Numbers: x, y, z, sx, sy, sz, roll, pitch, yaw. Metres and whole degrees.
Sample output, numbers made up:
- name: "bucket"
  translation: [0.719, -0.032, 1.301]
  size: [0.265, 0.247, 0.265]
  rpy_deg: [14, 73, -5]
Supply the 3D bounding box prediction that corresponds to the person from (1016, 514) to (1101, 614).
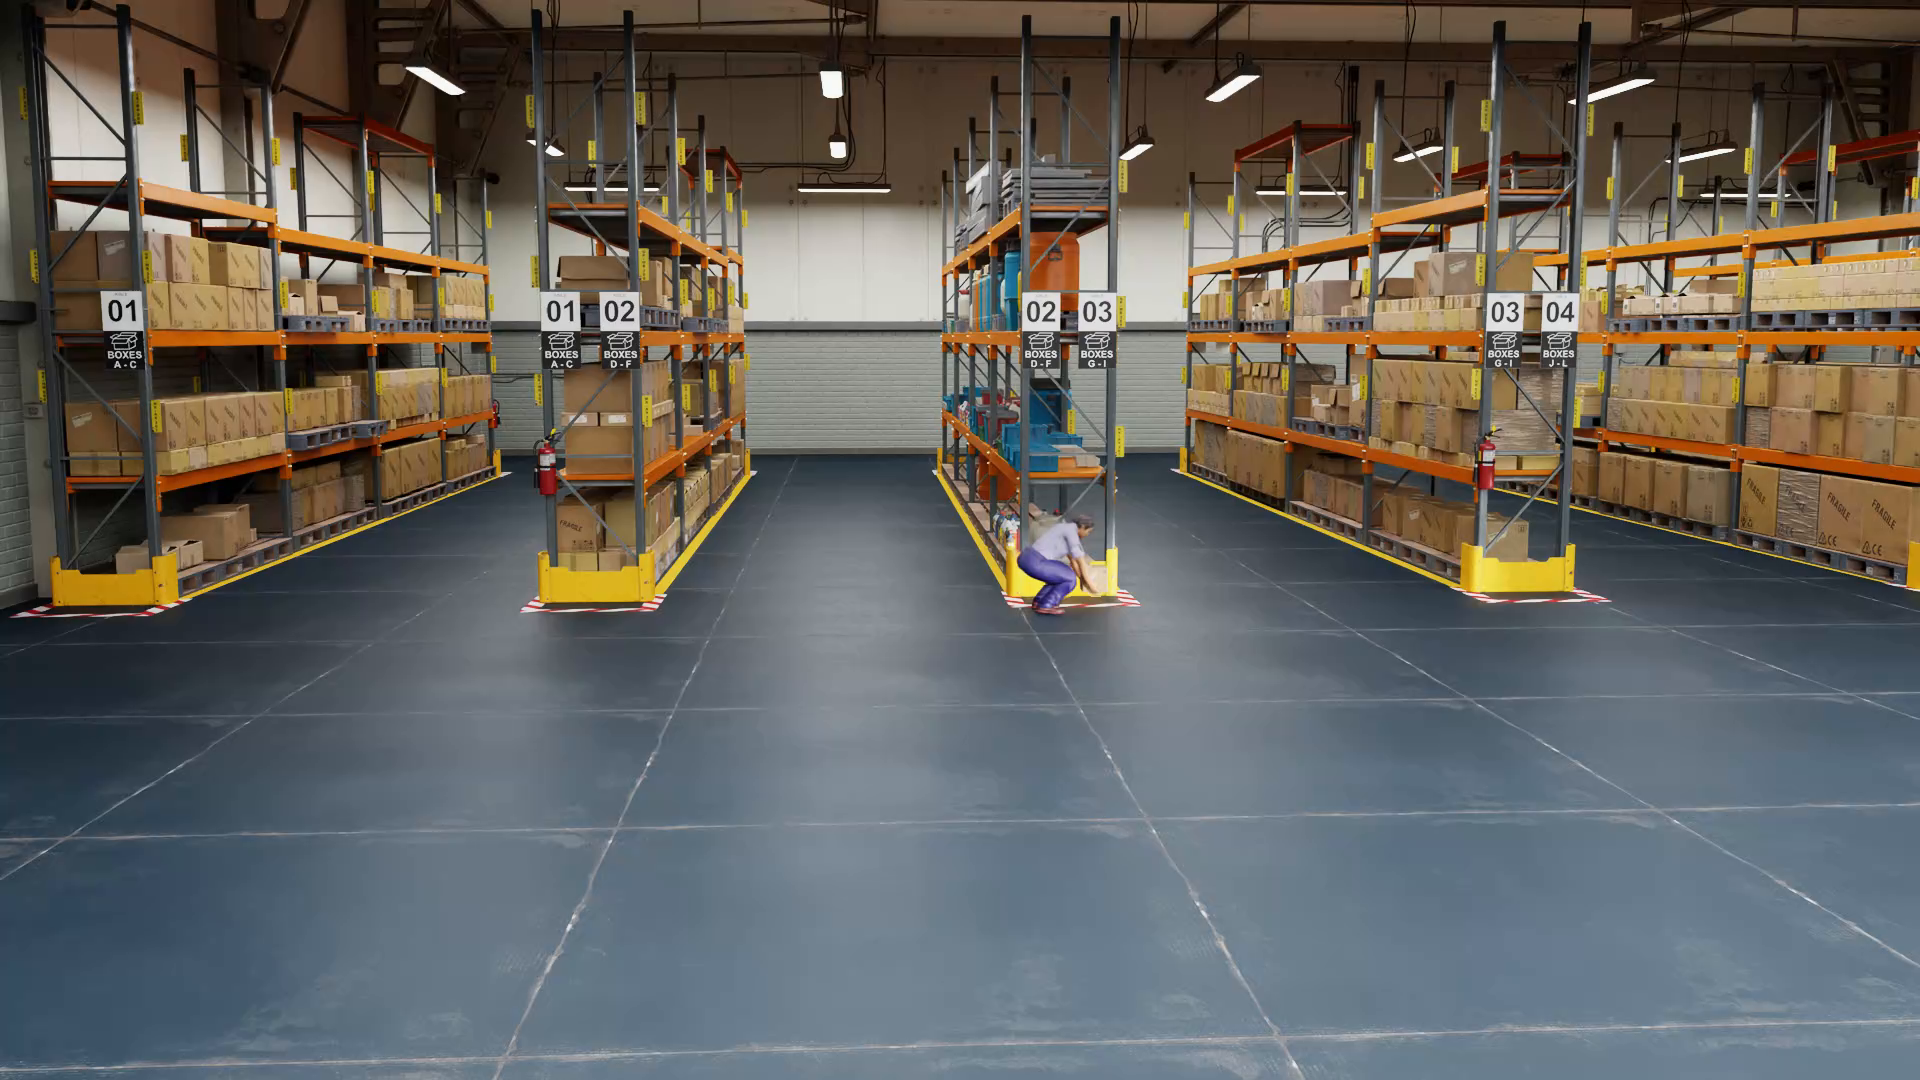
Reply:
- name: "person"
  translation: [0.979, 0.236, 16.688]
  size: [0.817, 0.975, 0.528]
  rpy_deg: [-1, 7, -7]
